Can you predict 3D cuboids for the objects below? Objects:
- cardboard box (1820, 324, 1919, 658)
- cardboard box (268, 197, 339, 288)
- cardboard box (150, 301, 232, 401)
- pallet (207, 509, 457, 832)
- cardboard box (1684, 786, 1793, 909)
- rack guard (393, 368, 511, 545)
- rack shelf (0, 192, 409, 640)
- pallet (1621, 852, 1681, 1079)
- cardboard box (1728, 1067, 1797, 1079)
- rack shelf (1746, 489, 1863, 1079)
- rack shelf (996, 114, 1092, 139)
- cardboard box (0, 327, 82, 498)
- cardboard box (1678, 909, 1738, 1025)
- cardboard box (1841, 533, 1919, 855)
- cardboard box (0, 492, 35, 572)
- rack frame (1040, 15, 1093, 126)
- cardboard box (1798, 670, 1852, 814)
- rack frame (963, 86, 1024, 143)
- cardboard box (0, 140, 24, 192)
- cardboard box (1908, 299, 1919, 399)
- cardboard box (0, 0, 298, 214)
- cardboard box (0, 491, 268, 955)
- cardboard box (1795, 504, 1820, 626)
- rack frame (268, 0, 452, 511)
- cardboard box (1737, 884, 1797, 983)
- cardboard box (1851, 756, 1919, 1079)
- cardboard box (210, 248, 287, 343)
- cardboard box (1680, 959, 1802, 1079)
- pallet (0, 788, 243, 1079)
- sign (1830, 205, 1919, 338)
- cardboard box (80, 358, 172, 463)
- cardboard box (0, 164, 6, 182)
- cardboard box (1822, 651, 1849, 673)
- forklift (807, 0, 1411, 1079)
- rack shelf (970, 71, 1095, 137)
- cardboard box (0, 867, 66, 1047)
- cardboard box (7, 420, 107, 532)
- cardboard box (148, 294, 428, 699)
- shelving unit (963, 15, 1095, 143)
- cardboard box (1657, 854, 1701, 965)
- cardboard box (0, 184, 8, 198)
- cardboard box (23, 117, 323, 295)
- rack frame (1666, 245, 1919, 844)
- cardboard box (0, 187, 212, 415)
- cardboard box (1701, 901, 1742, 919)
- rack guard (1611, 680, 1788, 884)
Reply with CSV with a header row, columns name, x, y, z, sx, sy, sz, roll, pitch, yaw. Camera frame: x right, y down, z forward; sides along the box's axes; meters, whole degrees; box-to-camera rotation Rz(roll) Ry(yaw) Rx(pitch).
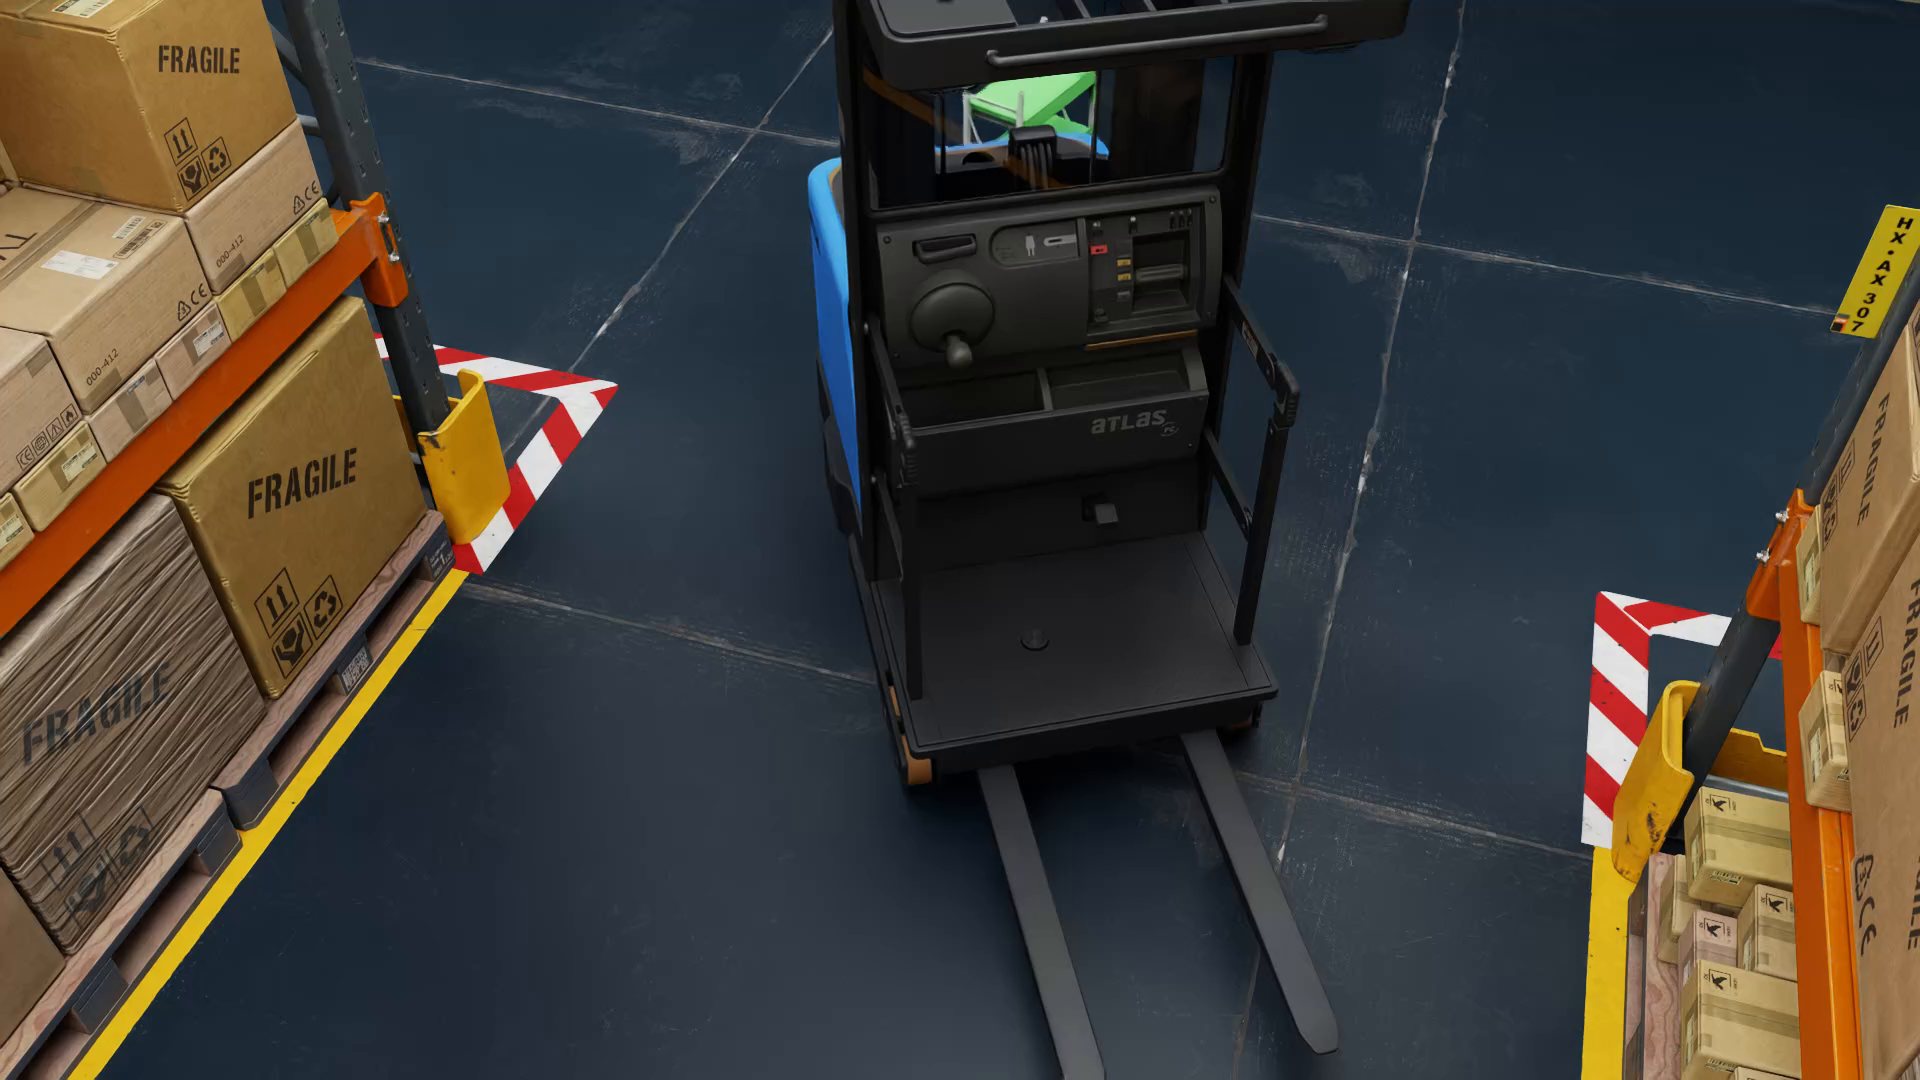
name,x,y,z,sx,sy,sz,roll,pitch,yaw
cardboard box,2.098,-0.049,3.371,0.500,0.500,0.500,15,46,14
cardboard box,-1.993,-0.869,4.673,0.380,0.149,0.250,13,46,13
cardboard box,-2.148,-0.527,4.324,0.380,0.149,0.250,13,46,13
pallet,-2.367,0.281,5.312,1.003,0.211,1.213,13,46,13
cardboard box,2.015,0.786,4.115,0.380,0.149,0.250,11,45,11
rack guard,-2.192,-0.388,5.789,1.175,0.500,0.348,13,46,13
rack shelf,-2.805,0.325,3.788,1.077,0.370,4.000,13,46,13
pallet,2.195,1.434,4.134,1.003,0.211,1.213,13,46,13
cardboard box,1.851,1.319,3.570,0.380,0.149,0.250,10,45,11
rack shelf,1.892,1.443,2.645,1.077,0.370,4.000,13,46,13
rack shelf,0.252,-1.388,6.059,0.258,0.148,0.480,26,50,24
cardboard box,-2.401,-0.262,3.767,0.500,0.250,0.500,11,45,11
cardboard box,1.957,1.080,4.027,0.380,0.149,0.250,12,46,12
cardboard box,1.960,0.313,3.001,0.500,0.500,0.500,13,46,13
cardboard box,-2.379,-0.015,3.800,0.380,0.149,0.250,13,46,13
rack frame,0.391,-1.402,6.325,0.240,1.200,0.015,26,50,24
cardboard box,1.917,0.435,3.340,0.380,0.149,0.250,11,46,11
rack frame,0.113,-1.122,6.038,0.240,1.200,0.015,26,50,24
cardboard box,-2.602,-1.055,4.578,0.500,0.250,0.500,11,46,11
cardboard box,2.108,-0.404,3.019,0.500,0.500,0.500,12,46,12
cardboard box,-2.096,-1.206,4.196,0.500,0.500,0.500,13,46,13
cardboard box,-2.592,0.394,4.422,0.875,0.875,0.875,13,46,13
cardboard box,2.087,0.089,3.694,0.380,0.149,0.250,12,46,12
rack frame,-2.199,-1.266,4.899,1.000,3.000,0.127,13,46,13
cardboard box,2.046,0.995,3.901,0.380,0.149,0.250,13,46,13
cardboard box,1.800,0.637,2.670,0.500,0.500,0.500,13,46,13
cardboard box,-2.070,-0.695,4.495,0.380,0.149,0.250,13,46,13
cardboard box,1.848,1.136,3.757,0.380,0.149,0.250,12,46,12
pallet,-2.738,1.091,4.484,1.003,0.211,1.213,13,46,12
sign,1.980,-0.572,3.571,0.100,0.325,0.005,13,46,13
cardboard box,-2.224,-0.361,4.154,0.380,0.149,0.250,13,46,13
cardboard box,-2.753,-0.990,3.976,0.500,0.500,0.500,12,46,12
cardboard box,2.049,0.267,3.512,0.380,0.149,0.250,14,46,14
forklift,0.295,-0.605,4.272,1.130,2.935,3.031,-9,45,-9
rack shelf,0.252,-1.559,5.891,0.258,0.148,0.480,26,50,24
cardboard box,-2.862,0.987,3.815,0.875,0.875,0.875,13,46,13
cardboard box,-2.301,-0.188,3.977,0.380,0.149,0.250,12,46,12
cardboard box,-2.317,-0.213,5.042,0.875,0.875,0.875,13,46,13
shelving unit,0.252,-1.262,6.182,0.258,1.200,0.503,26,50,24
cardboard box,2.034,1.003,4.319,0.380,0.149,0.250,13,46,13
cardboard box,-2.753,-0.708,4.223,0.500,0.250,0.500,12,46,12
cardboard box,-2.093,-0.939,4.459,0.500,0.250,0.500,12,46,12
rack frame,2.497,-0.148,3.756,1.000,3.000,0.127,13,46,13
cardboard box,-2.247,-0.601,4.114,0.500,0.250,0.500,12,46,12
cardboard box,2.094,0.910,4.201,0.380,0.149,0.250,14,46,14
rack guard,2.474,0.796,4.579,1.175,0.500,0.348,13,46,13
